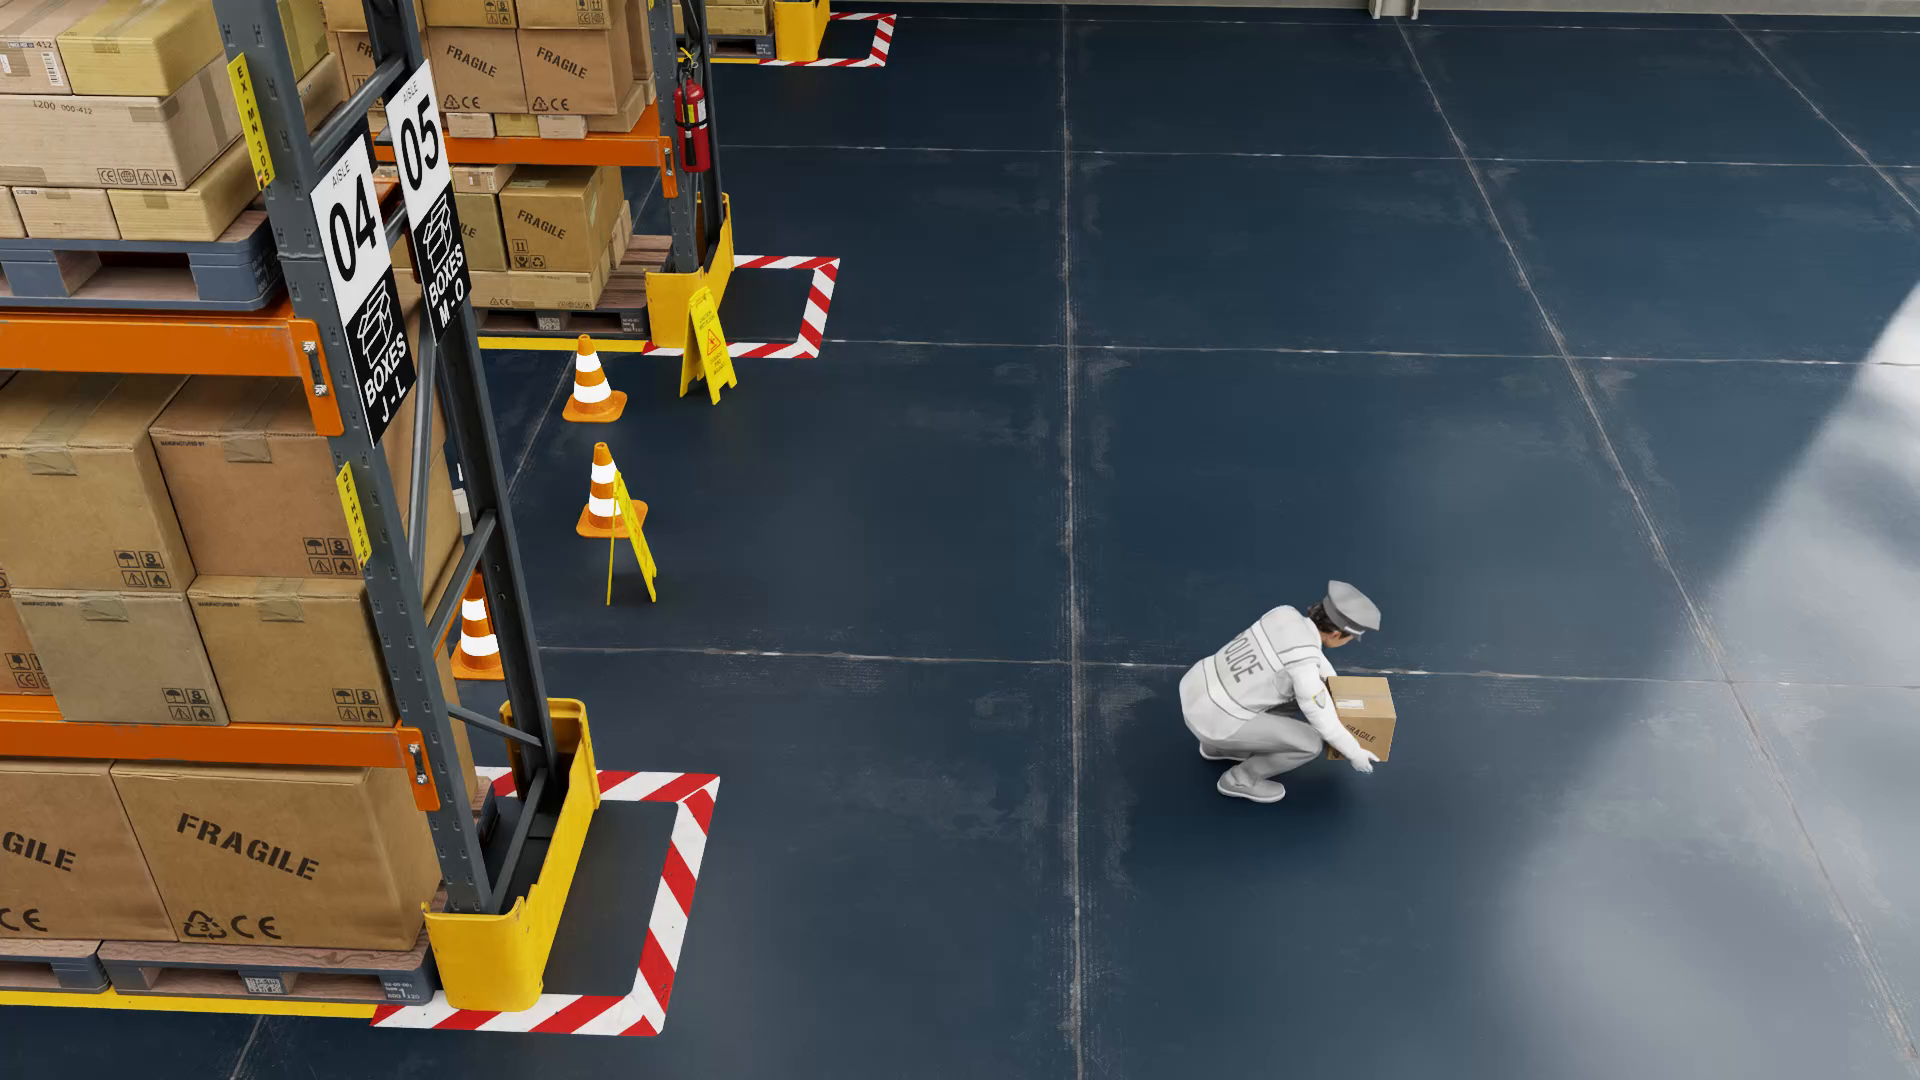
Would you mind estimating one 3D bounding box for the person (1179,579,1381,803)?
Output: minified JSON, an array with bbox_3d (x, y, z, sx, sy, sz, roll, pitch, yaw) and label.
[{"bbox_3d":[1.329,0.615,6.865,0.838,0.977,0.465,1,36,1],"label":"person"}]
